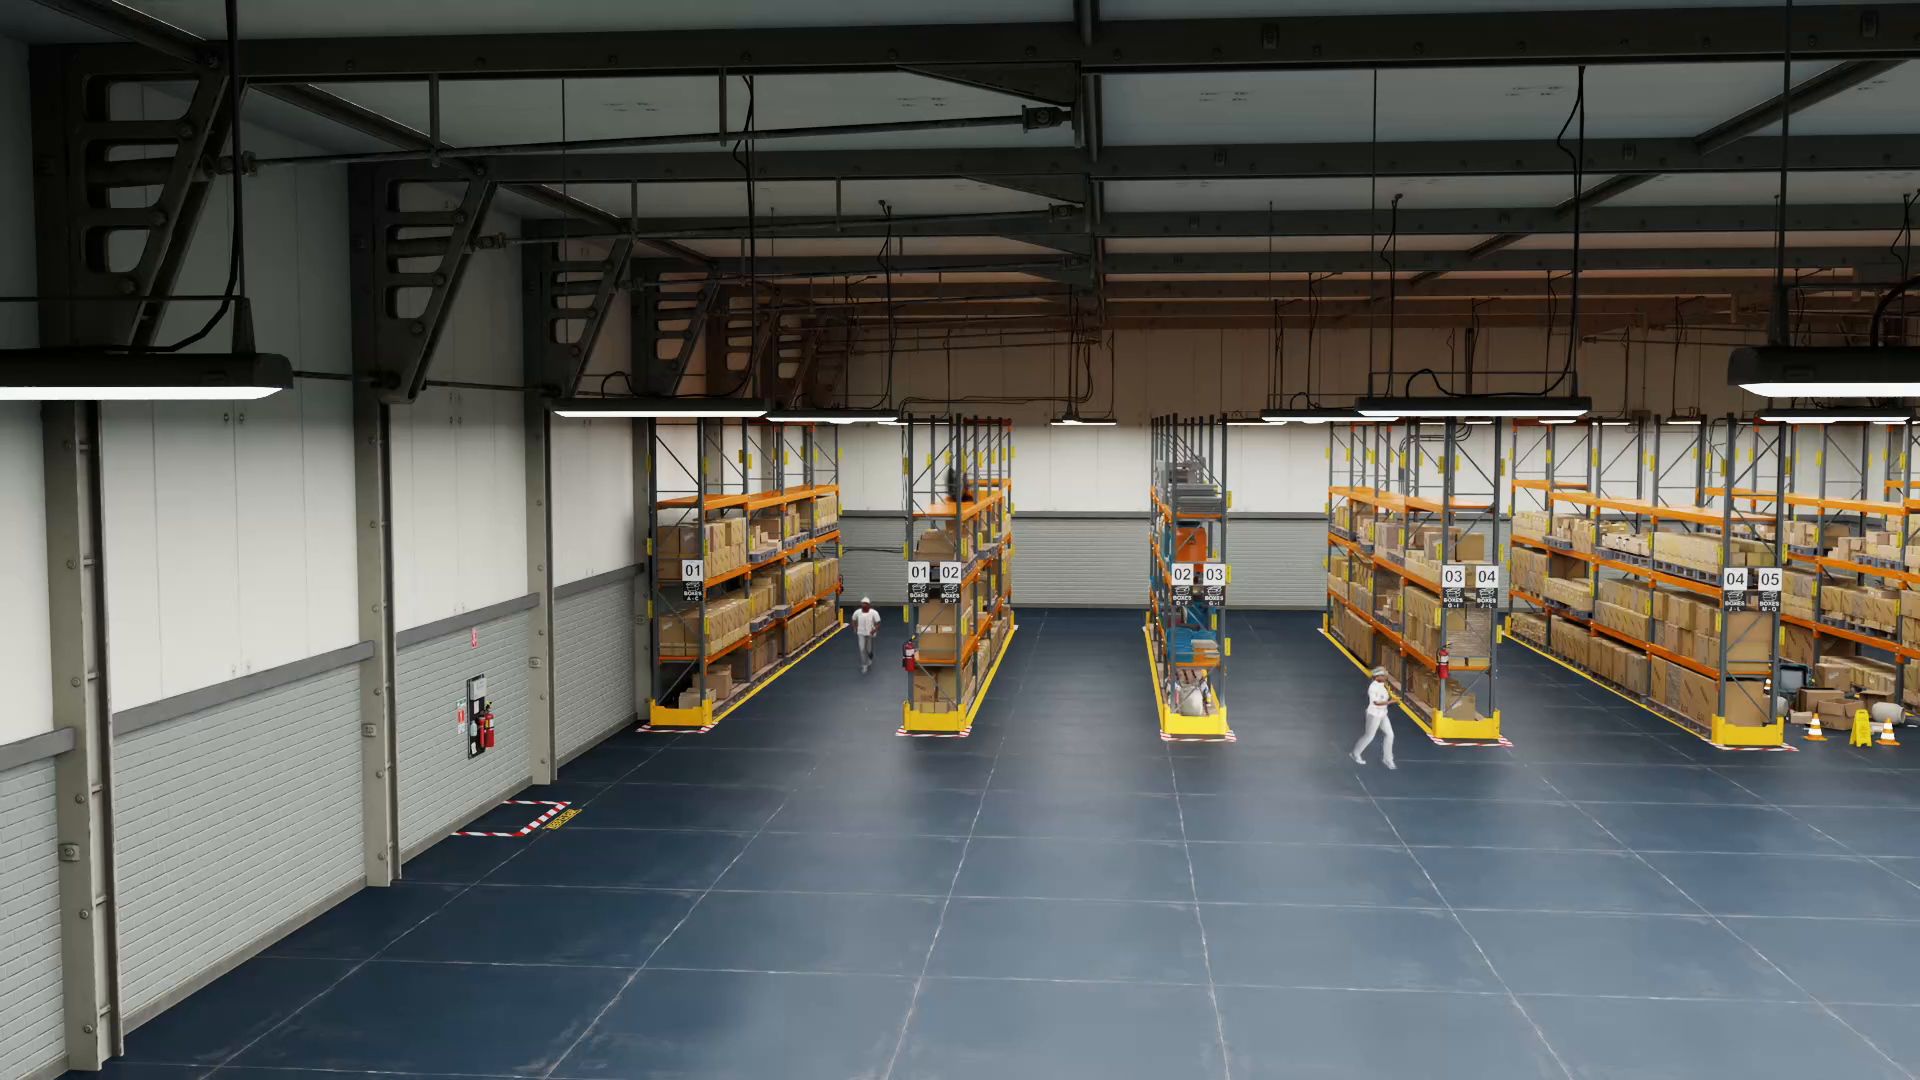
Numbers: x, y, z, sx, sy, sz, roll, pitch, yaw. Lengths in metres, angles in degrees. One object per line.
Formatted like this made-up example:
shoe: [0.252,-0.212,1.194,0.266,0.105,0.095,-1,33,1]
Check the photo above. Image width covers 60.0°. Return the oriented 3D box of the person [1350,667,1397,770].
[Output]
person: [6.995,2.997,28.002,0.808,1.770,0.548,3,5,36]

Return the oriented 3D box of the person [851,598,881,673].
person: [-2.213,2.217,39.116,0.714,1.746,0.813,0,4,2]
